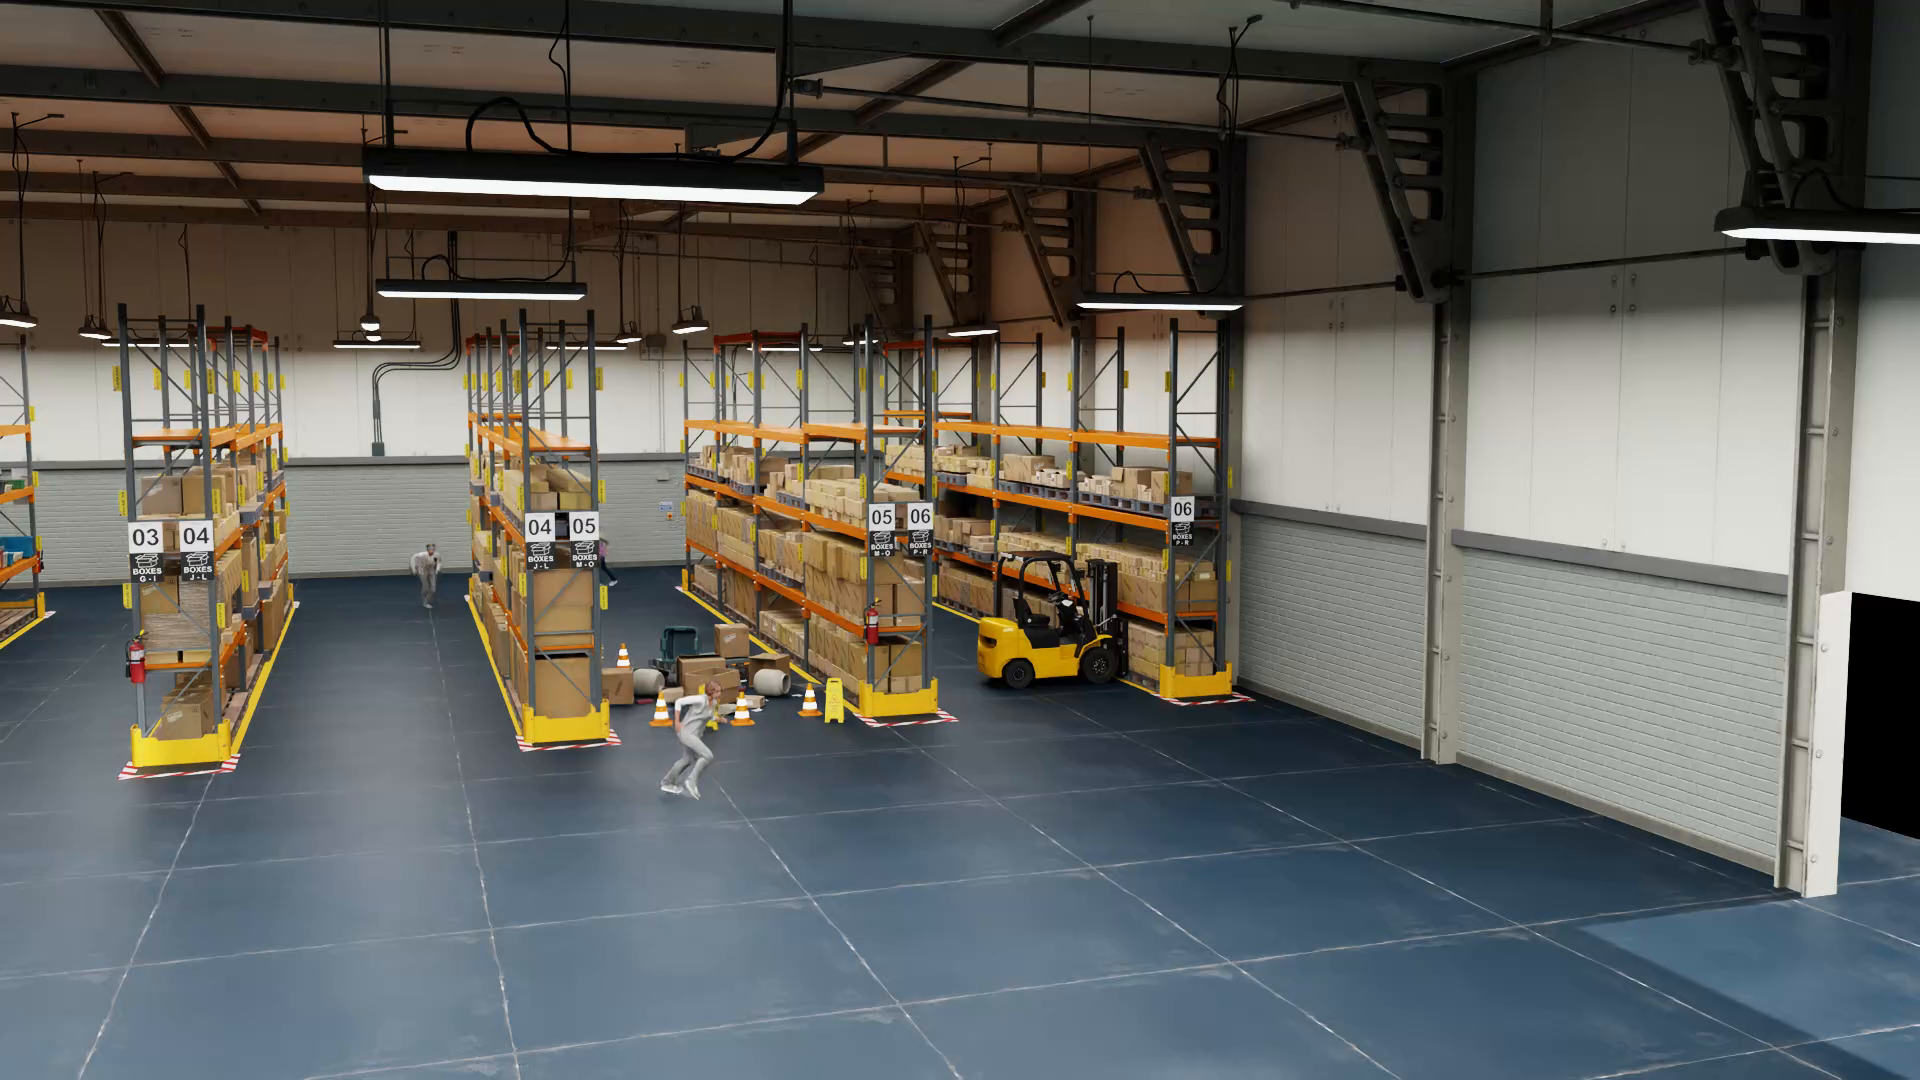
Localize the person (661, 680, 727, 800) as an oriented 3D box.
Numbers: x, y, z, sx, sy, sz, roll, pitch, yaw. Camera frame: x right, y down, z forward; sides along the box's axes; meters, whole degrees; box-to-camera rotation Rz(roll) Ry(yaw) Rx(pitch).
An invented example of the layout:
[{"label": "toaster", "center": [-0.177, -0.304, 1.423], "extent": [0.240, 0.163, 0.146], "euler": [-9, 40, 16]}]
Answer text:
[{"label": "person", "center": [-3.208, 2.390, 19.916], "extent": [0.894, 1.469, 0.572], "euler": [2, 6, 20]}]

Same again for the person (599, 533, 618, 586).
[{"label": "person", "center": [-8.701, 0.402, 40.274], "extent": [0.904, 1.569, 0.535], "euler": [-4, 7, -35]}]

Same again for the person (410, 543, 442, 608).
[{"label": "person", "center": [-11.788, 0.796, 36.728], "extent": [0.645, 1.478, 0.758], "euler": [-3, 6, -31]}]
